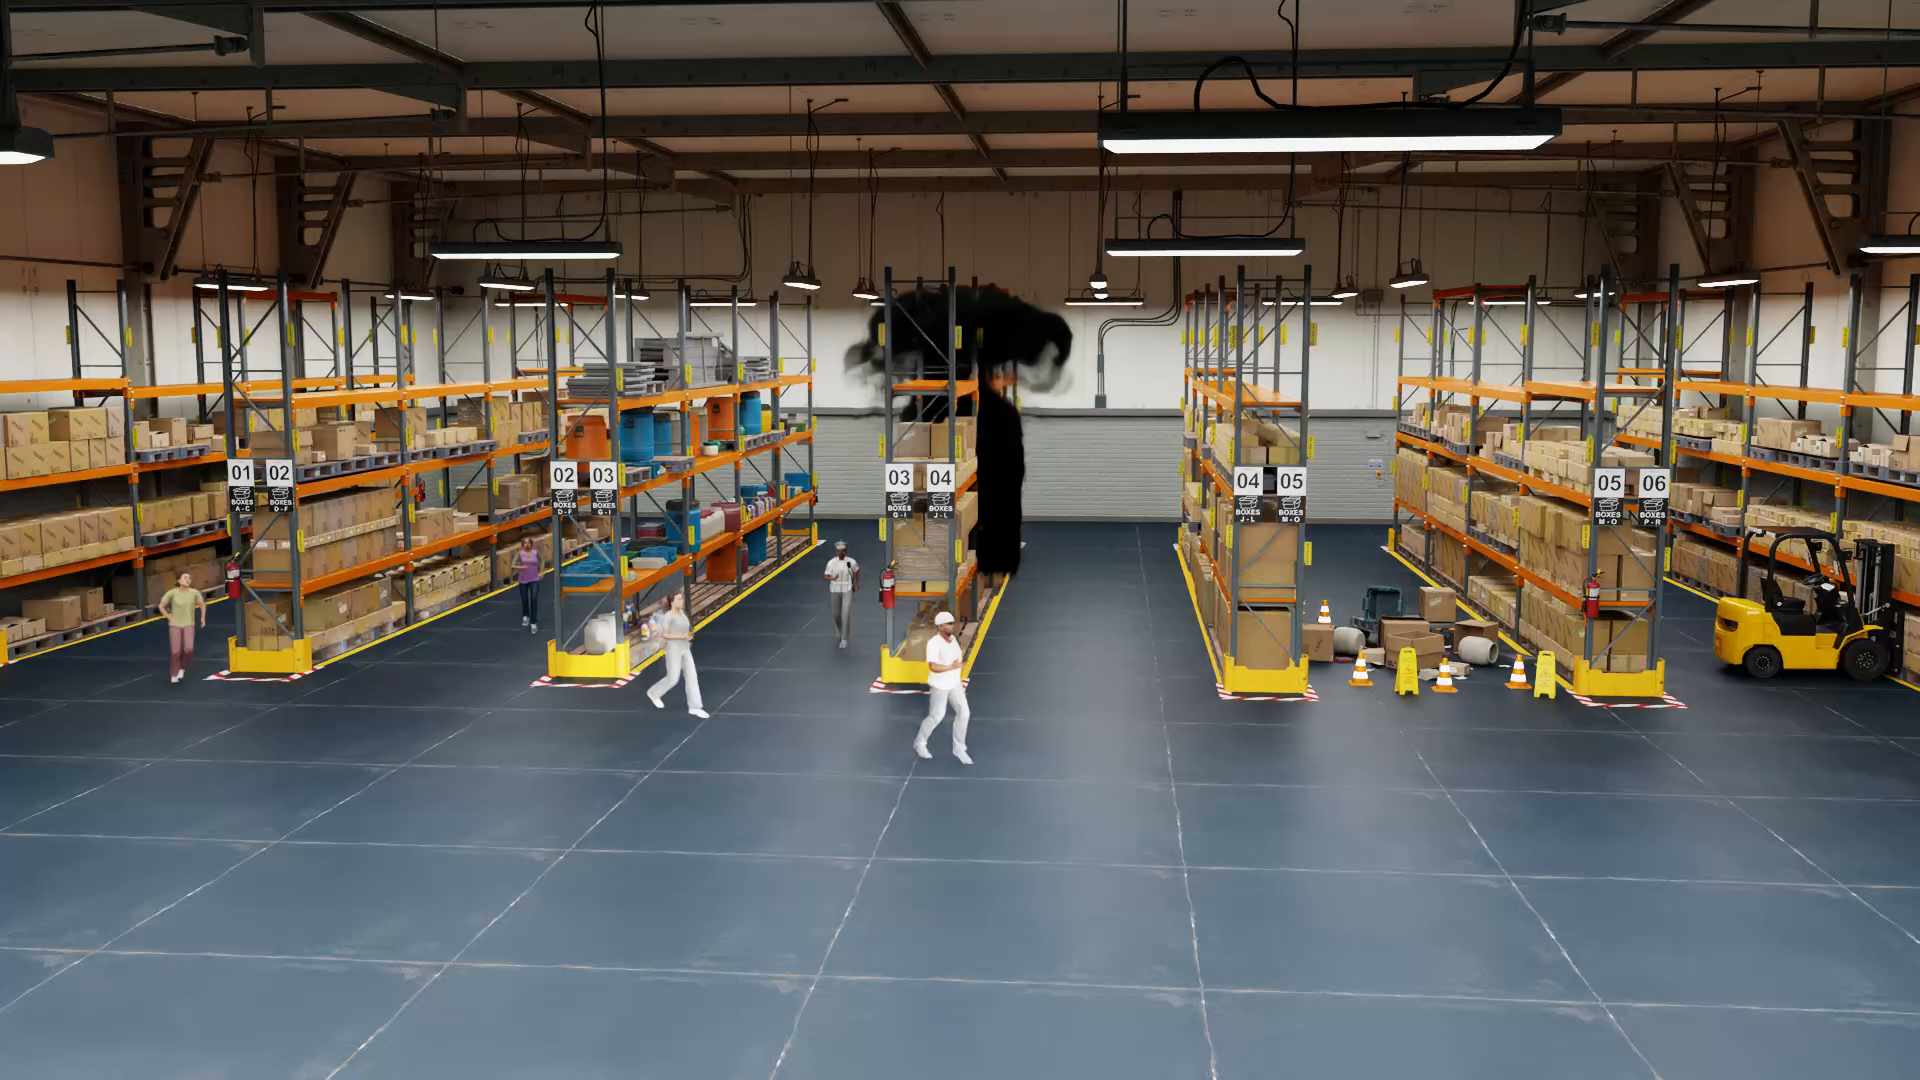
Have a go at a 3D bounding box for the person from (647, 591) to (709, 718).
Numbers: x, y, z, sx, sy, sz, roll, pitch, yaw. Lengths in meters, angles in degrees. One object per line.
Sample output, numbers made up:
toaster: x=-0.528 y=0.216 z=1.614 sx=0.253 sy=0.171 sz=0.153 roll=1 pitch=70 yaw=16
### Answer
person: x=-3.740 y=1.496 z=21.976 sx=0.955 sy=1.667 sz=0.567 roll=4 pitch=8 yaw=28

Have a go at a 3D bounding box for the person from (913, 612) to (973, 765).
person: x=-0.201 y=1.748 z=19.613 sx=0.787 sy=1.834 sz=0.720 roll=5 pitch=8 yaw=34

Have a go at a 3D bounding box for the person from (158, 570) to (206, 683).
person: x=-11.302 y=1.262 z=24.236 sx=0.650 sy=1.629 sz=0.511 roll=-5 pitch=8 yaw=-33

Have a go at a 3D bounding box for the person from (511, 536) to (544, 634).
person: x=-7.400 y=0.738 z=28.499 sx=0.565 sy=1.631 sz=0.778 roll=-2 pitch=7 yaw=-17

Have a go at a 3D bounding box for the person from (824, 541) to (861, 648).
person: x=-1.921 y=0.851 z=27.136 sx=0.575 sy=1.685 sz=0.938 roll=0 pitch=7 yaw=2
